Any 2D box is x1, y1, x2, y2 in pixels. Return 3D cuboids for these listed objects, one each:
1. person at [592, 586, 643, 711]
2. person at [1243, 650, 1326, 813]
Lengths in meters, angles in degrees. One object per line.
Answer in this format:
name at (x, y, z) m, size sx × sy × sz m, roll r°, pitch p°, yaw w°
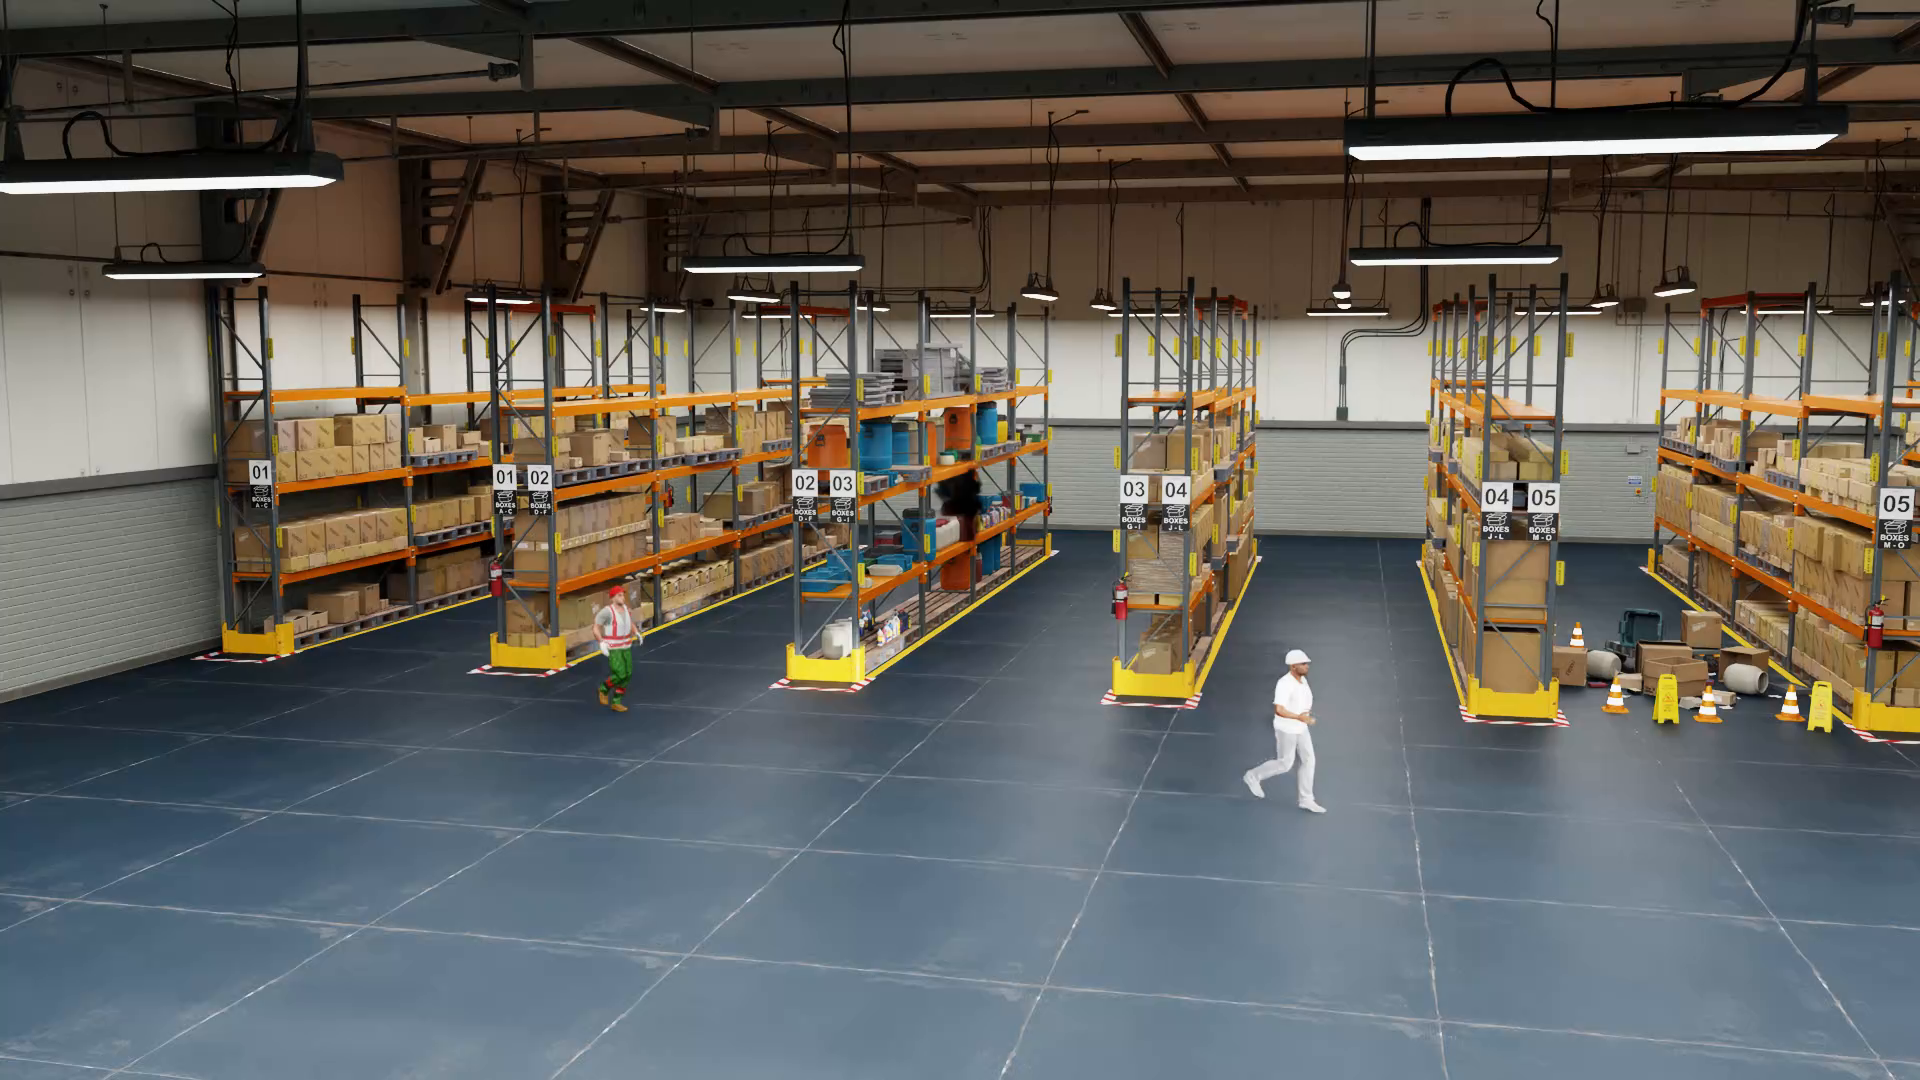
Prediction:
person at (-4.719, 1.497, 23.012) m, size 0.588 × 1.750 × 0.672 m, roll 5°, pitch 8°, yaw 35°
person at (3.557, 2.058, 18.118) m, size 0.926 × 1.762 × 0.682 m, roll 5°, pitch 8°, yaw 35°
